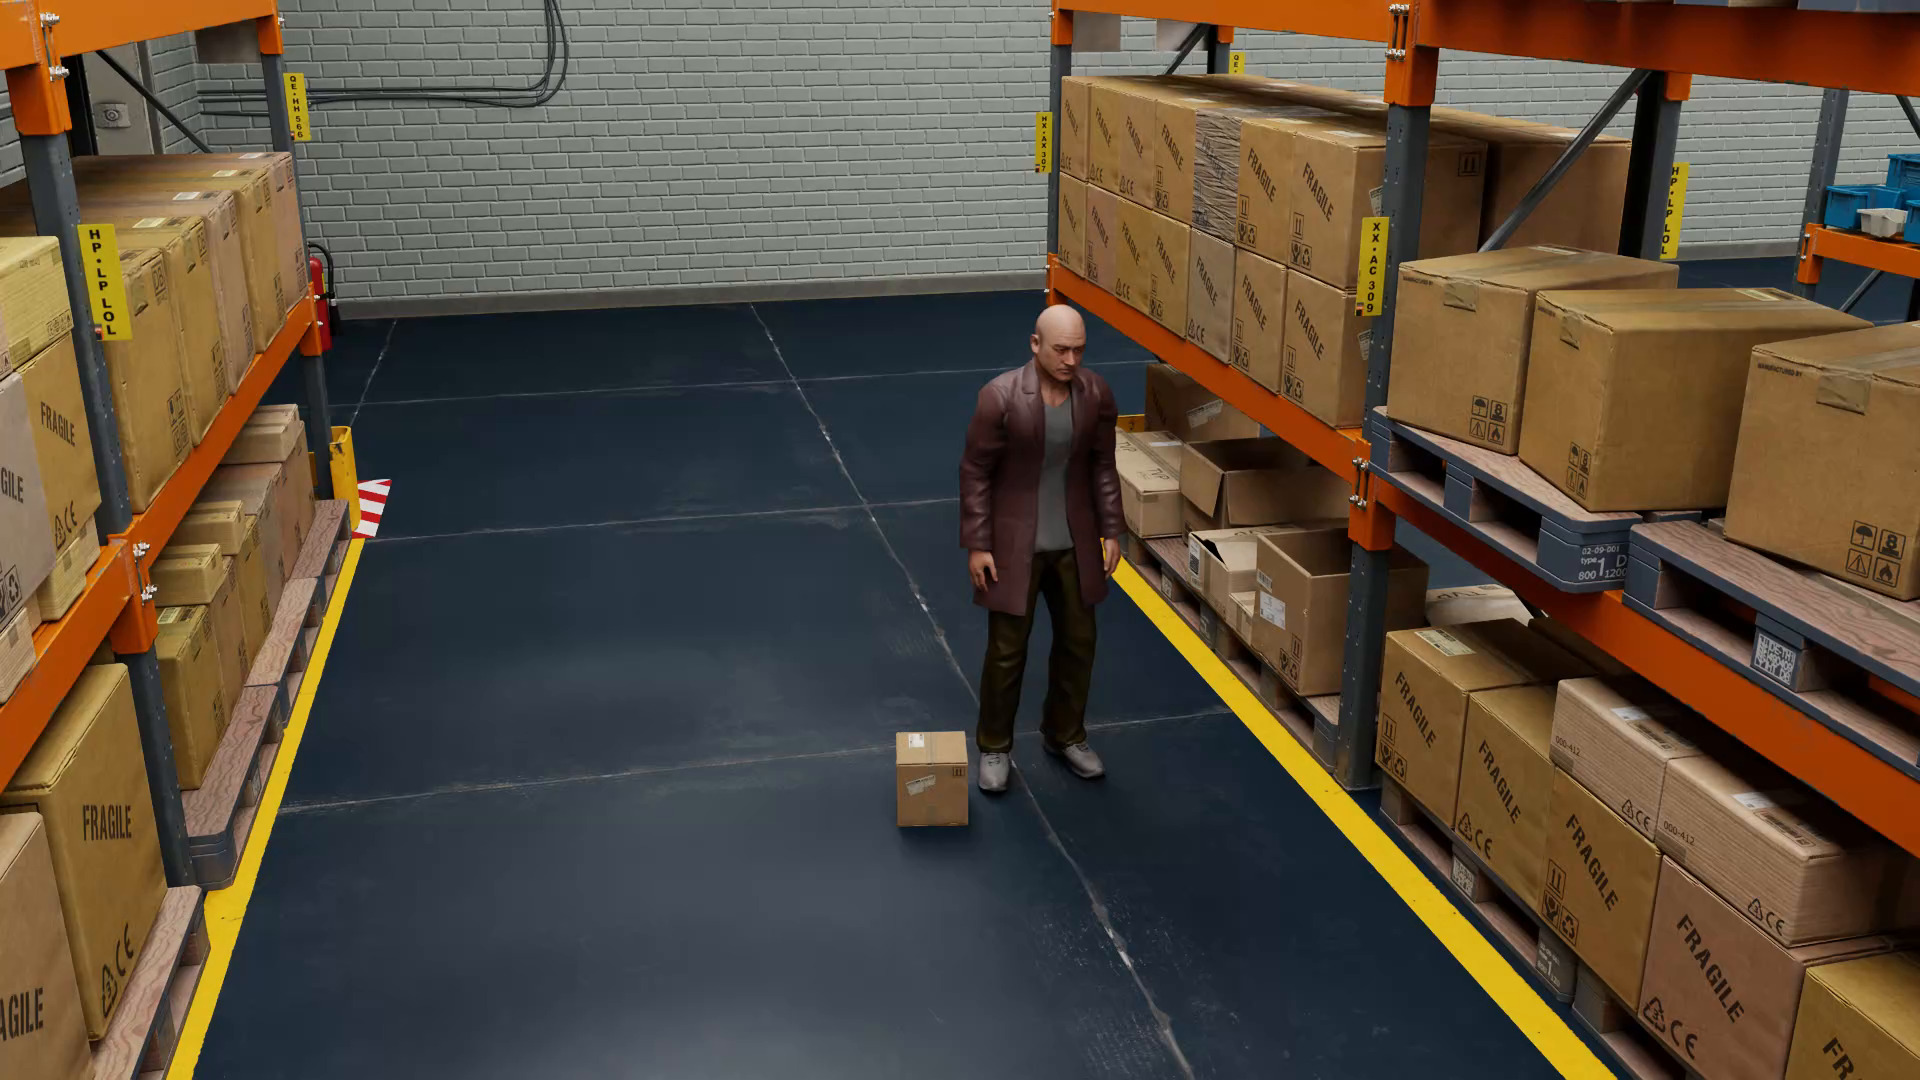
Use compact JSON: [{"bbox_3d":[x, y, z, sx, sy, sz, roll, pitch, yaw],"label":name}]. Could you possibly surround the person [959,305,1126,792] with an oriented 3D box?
[{"bbox_3d":[0.305,0.018,6.042,0.647,1.772,0.431,-7,20,-18],"label":"person"}]
